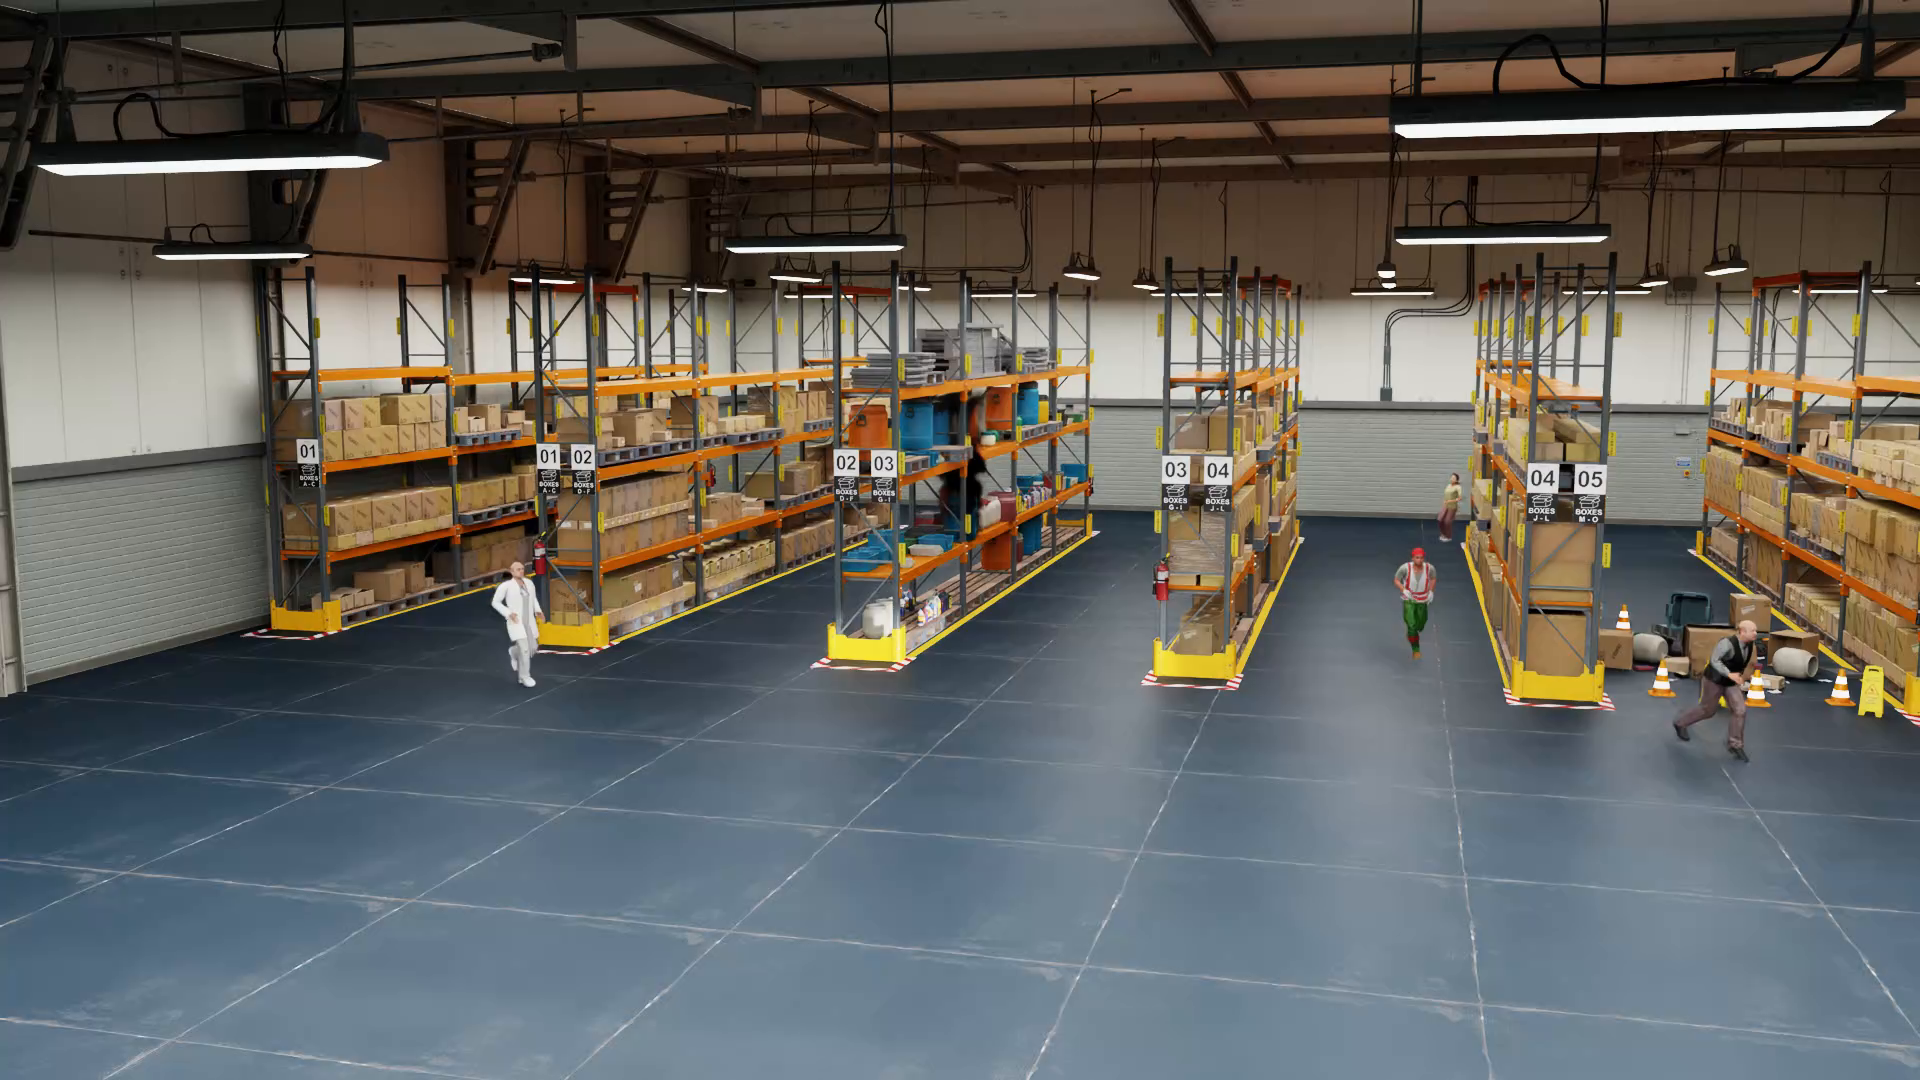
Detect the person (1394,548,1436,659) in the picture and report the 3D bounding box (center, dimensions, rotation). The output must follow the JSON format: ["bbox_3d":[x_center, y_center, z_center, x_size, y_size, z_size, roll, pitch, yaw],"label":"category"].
[{"bbox_3d":[6.962,0.947,25.483,0.645,1.731,0.778,1,7,8],"label":"person"}]

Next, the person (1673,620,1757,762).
[{"bbox_3d":[8.946,1.720,19.683,0.697,1.681,1.007,-5,9,-33],"label":"person"}]

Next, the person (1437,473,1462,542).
[{"bbox_3d":[11.513,-0.755,38.999,0.556,1.634,0.571,-6,9,-39],"label":"person"}]

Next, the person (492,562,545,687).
[{"bbox_3d":[-6.258,1.176,23.522,0.719,1.744,0.712,7,10,42],"label":"person"}]
